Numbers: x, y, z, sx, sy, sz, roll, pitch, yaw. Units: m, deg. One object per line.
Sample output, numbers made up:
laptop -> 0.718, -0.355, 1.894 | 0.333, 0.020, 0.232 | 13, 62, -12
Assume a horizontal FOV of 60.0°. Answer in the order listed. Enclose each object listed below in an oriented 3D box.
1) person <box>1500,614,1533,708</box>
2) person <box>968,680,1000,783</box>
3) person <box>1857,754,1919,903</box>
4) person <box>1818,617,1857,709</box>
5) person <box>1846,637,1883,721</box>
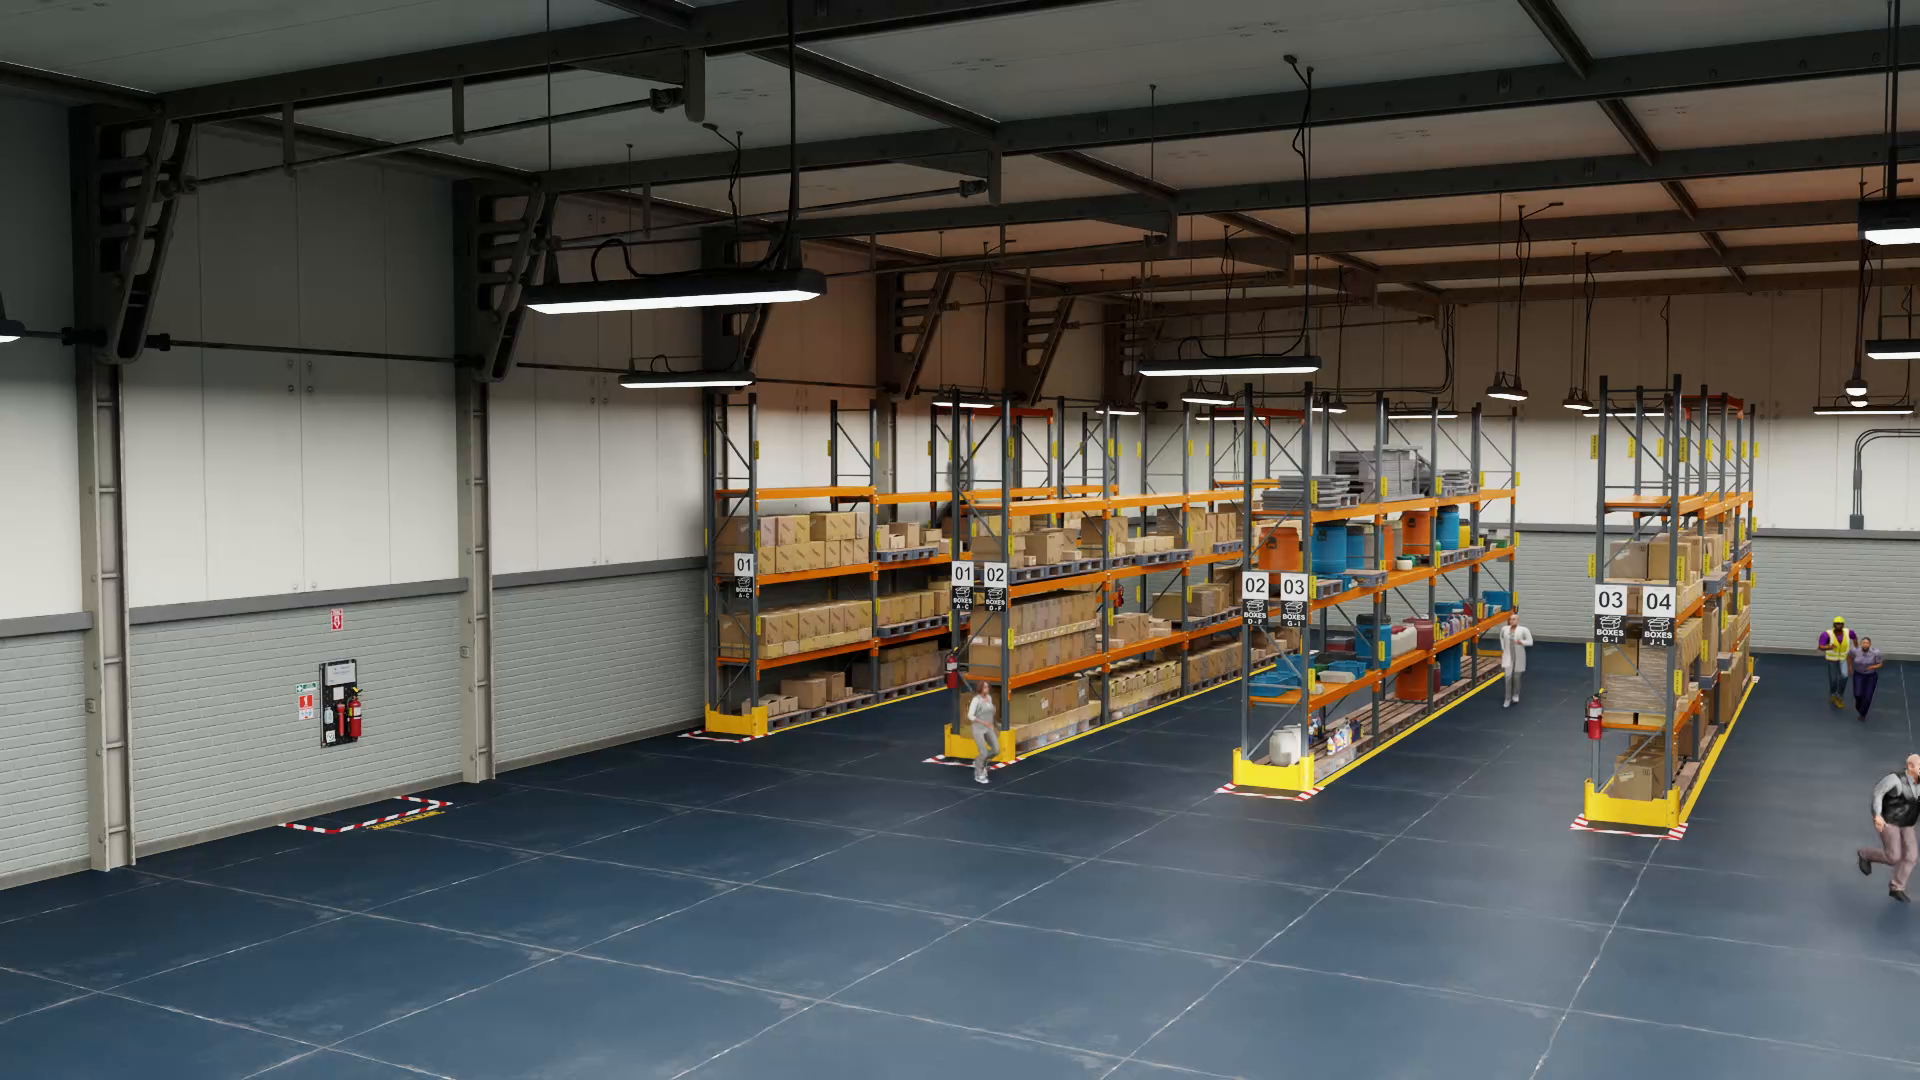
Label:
person -> 10.879, 2.462, 32.571 | 0.668, 1.660, 0.865 | 2, 3, 27
person -> 0.369, 2.873, 24.906 | 0.550, 1.561, 0.522 | -3, 4, -42
person -> 10.482, 3.187, 18.682 | 0.658, 1.666, 0.840 | -1, 3, -20
person -> 17.132, 2.377, 32.453 | 0.729, 1.793, 0.839 | 1, 3, 19
person -> 16.719, 2.574, 30.758 | 0.593, 1.564, 0.667 | 2, 3, 27
